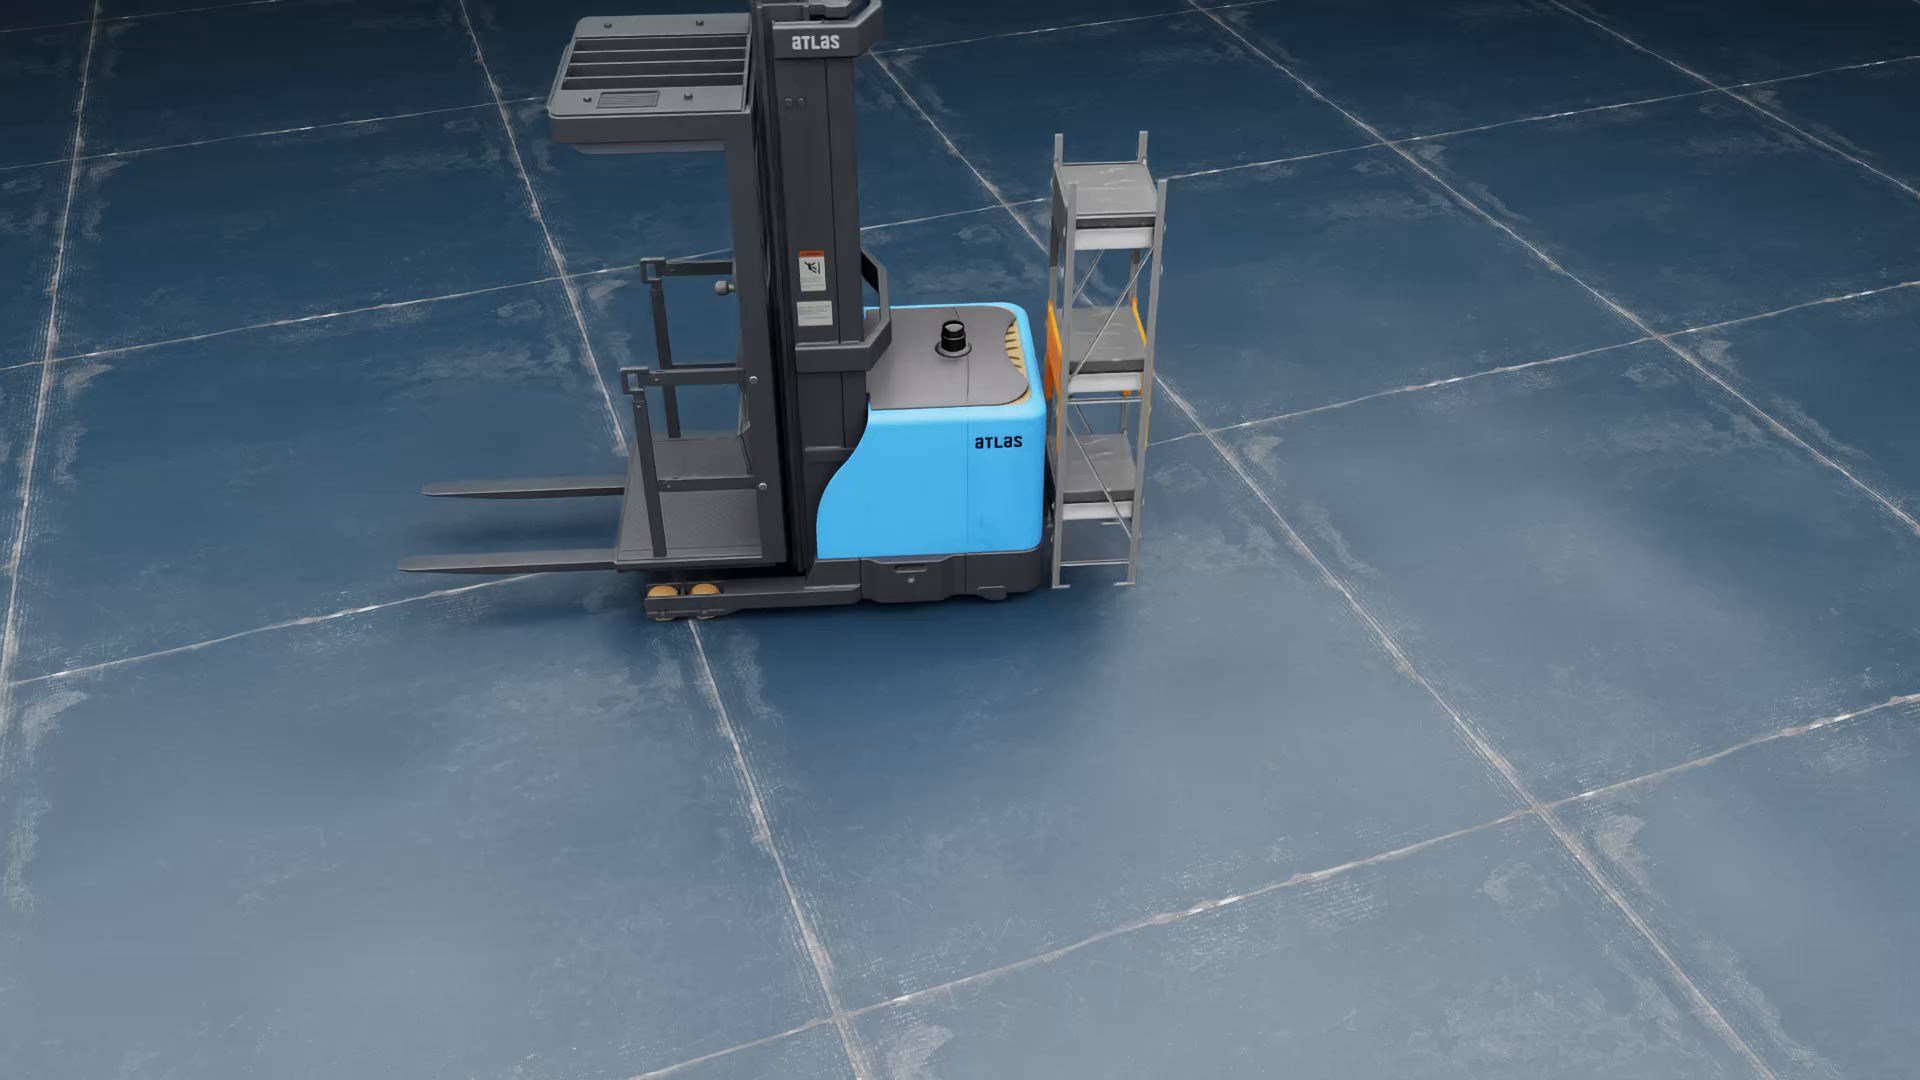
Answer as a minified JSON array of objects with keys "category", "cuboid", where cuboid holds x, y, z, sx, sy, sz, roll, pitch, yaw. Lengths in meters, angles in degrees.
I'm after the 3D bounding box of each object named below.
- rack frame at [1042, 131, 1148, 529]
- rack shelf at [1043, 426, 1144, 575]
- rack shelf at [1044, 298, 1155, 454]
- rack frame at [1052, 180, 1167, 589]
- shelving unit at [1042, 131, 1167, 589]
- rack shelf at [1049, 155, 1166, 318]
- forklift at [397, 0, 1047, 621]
[{"category":"rack frame","cuboid":[0.607,-0.908,7.771,0.400,2.100,0.015,-2,37,-3]},{"category":"rack shelf","cuboid":[0.624,-0.192,8.006,0.431,0.518,0.480,-2,37,-3]},{"category":"rack shelf","cuboid":[0.624,-0.751,7.585,0.431,0.518,0.480,-2,37,-3]},{"category":"rack frame","cuboid":[0.641,-0.615,7.382,0.400,2.100,0.015,-2,37,-3]},{"category":"shelving unit","cuboid":[0.624,-0.762,7.576,0.431,2.100,0.503,-2,37,-3]},{"category":"rack shelf","cuboid":[0.624,-1.310,7.163,0.431,0.518,0.480,-2,37,-3]},{"category":"forklift","cuboid":[-1.144,-1.122,7.364,3.031,2.935,1.130,-2,37,-3]}]
